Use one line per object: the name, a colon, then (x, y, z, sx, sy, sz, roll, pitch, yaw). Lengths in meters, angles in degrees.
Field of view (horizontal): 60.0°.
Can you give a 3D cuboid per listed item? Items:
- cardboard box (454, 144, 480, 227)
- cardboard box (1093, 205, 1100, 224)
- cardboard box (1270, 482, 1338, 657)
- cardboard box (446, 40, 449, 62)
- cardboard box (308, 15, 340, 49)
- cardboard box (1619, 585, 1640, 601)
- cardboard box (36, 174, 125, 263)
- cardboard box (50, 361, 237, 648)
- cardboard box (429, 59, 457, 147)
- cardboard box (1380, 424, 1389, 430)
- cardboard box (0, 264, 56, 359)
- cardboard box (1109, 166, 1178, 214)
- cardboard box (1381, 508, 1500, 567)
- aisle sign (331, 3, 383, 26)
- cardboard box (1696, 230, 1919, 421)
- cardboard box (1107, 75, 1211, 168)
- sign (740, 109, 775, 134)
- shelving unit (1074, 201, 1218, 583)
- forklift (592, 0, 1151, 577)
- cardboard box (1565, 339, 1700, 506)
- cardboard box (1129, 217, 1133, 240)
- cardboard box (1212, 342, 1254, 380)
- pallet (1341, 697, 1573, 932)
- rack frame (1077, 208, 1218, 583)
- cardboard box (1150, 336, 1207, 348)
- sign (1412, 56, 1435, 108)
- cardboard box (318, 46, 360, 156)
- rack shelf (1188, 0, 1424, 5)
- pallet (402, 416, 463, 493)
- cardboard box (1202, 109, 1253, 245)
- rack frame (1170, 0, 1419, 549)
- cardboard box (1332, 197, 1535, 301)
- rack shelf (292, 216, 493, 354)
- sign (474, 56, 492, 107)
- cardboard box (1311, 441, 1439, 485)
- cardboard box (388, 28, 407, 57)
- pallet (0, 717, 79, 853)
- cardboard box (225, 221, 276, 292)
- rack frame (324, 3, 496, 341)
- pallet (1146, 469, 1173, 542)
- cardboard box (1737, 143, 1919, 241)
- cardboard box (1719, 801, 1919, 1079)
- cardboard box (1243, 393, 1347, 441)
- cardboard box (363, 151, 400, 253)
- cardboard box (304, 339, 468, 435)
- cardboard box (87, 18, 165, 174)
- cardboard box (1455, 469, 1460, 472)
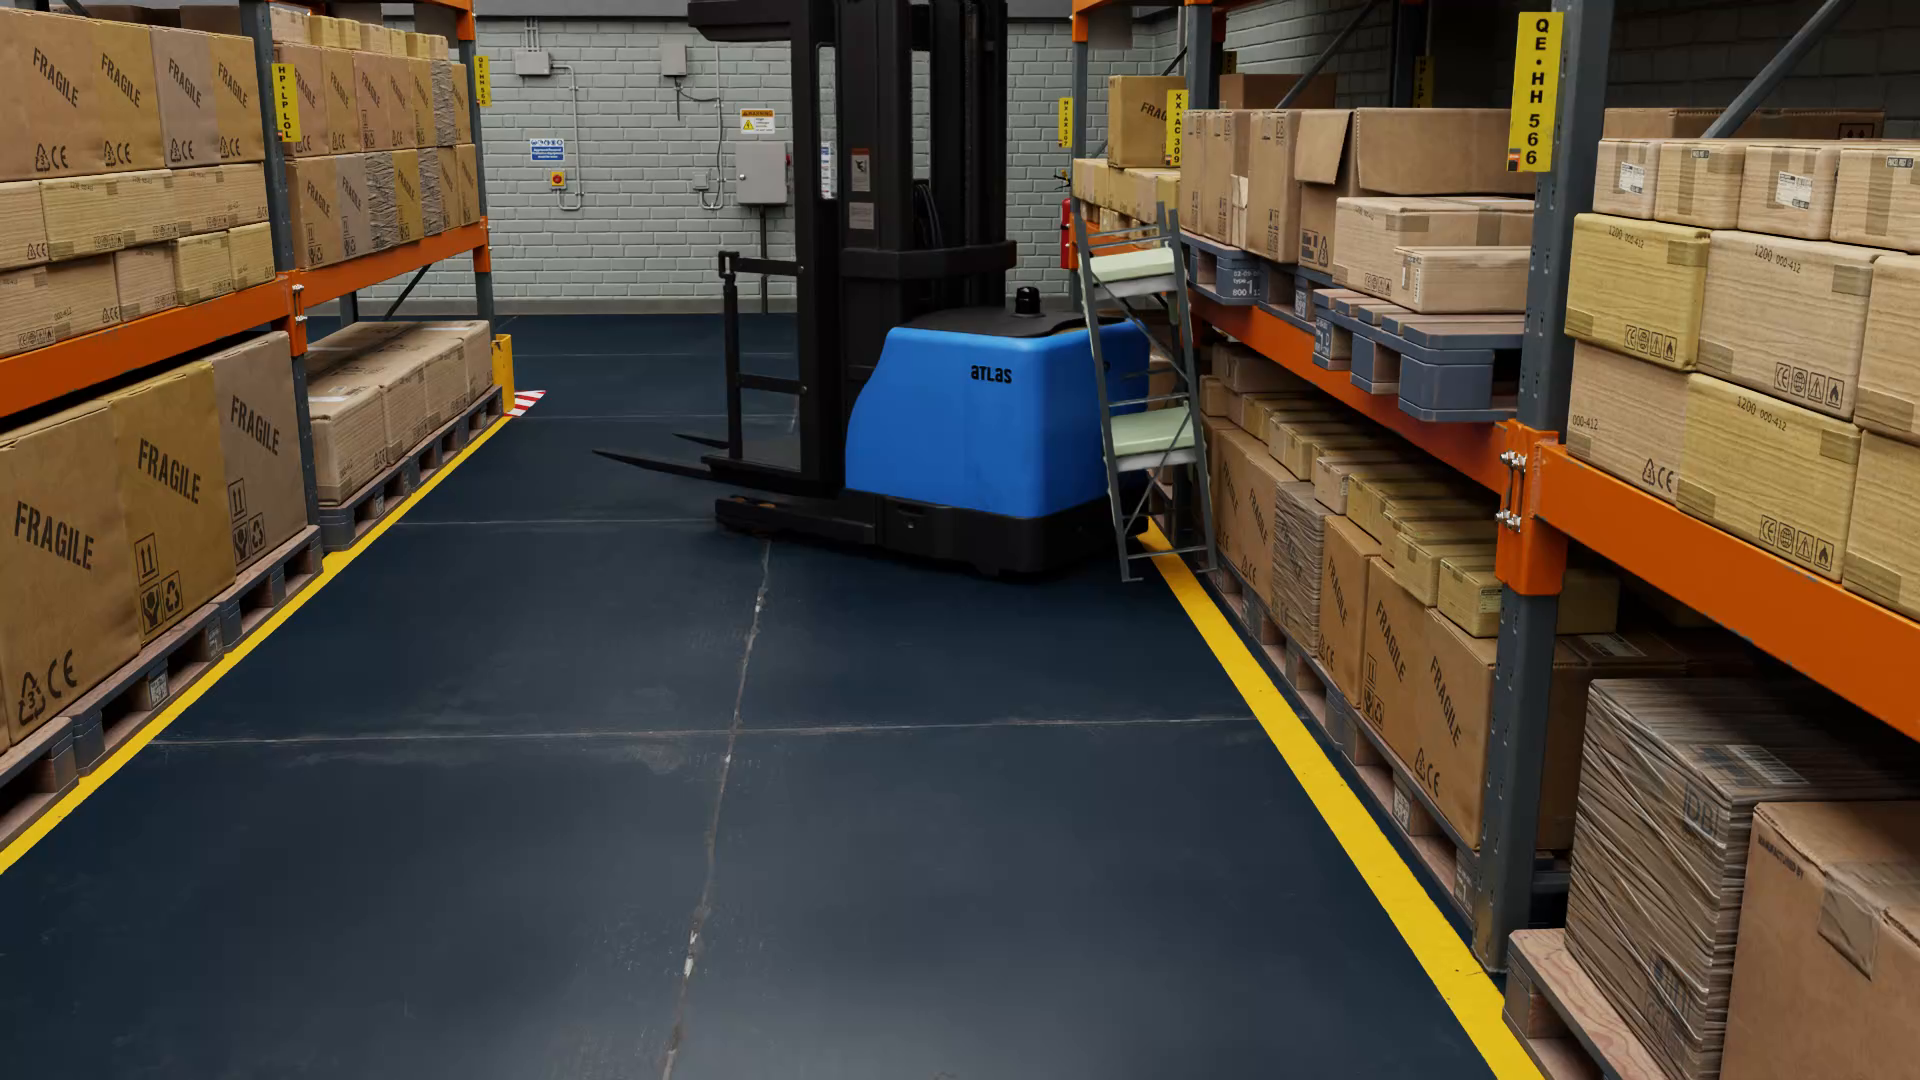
cardboard box: (-3.398, -2.276, 10.653, 0.500, 0.500, 0.500, -1, 14, -3)
cardboard box: (1.071, -2.151, 10.872, 0.380, 0.149, 0.250, -1, 14, -2)
cardboard box: (1.411, 0.090, 5.831, 0.500, 0.500, 0.500, -1, 14, -5)
cardboard box: (-3.470, -3.104, 10.563, 0.380, 0.149, 0.250, -1, 14, -3)
cardboard box: (-3.249, -2.468, 8.088, 0.380, 0.149, 0.250, -1, 14, -4)
cardboard box: (2.001, 0.344, 4.844, 0.500, 0.500, 0.500, -1, 14, -3)
cardboard box: (-3.049, -1.033, 5.318, 0.500, 0.250, 0.500, -1, 14, -2)
cardboard box: (-3.262, -0.146, 5.995, 0.875, 0.875, 0.875, 0, 14, -2)
cardboard box: (-3.363, -2.631, 10.024, 0.500, 0.500, 0.500, -1, 14, -3)
cardboard box: (1.908, -0.458, 6.657, 0.380, 0.149, 0.250, -2, 15, -6)
cardboard box: (-3.052, -0.665, 4.893, 0.500, 0.250, 0.500, 0, 14, -2)
cardboard box: (1.140, -1.998, 9.474, 0.500, 0.250, 0.500, -1, 14, -5)
cardboard box: (1.454, 0.009, 4.844, 0.380, 0.149, 0.250, -1, 14, -5)
aisle sign: (-3.986, -3.616, 10.844, 0.394, 0.787, 0.004, -1, 14, -3)
cardboard box: (1.571, -0.363, 2.714, 0.500, 0.250, 0.500, 0, 14, -2)
cardboard box: (1.115, -2.366, 9.401, 0.500, 0.500, 0.500, -1, 14, -2)
sign: (-2.027, -4.193, 16.644, 0.339, 0.242, 0.001, -1, 14, -3)
shelving unit: (0.790, -0.658, 7.157, 0.431, 1.500, 0.755, -7, 13, 5)
forklift: (-0.586, -1.529, 8.087, 3.031, 2.935, 1.130, 11, 18, 35)
cardboard box: (1.541, -0.245, 3.260, 0.500, 0.250, 0.500, -1, 14, -3)
cardboard box: (1.160, -1.764, 9.368, 0.380, 0.149, 0.250, -1, 14, -4)
cardboard box: (1.327, -0.785, 7.333, 0.380, 0.149, 0.250, -1, 14, -4)
pallet: (1.749, 0.732, 4.756, 1.003, 0.211, 1.213, -1, 14, -3)
rack frame: (0.772, -0.571, 6.802, 0.400, 1.500, 0.023, -7, 13, 5)
cardboard box: (1.152, -0.914, 9.734, 0.500, 0.500, 0.500, -1, 14, -2)
sign: (2.064, -1.997, 7.444, 0.100, 0.325, 0.005, -1, 14, -3)
cardboard box: (-3.257, -2.130, 8.076, 0.500, 0.500, 0.500, -1, 14, -4)
rack shelf: (1.634, -2.033, 5.334, 1.077, 0.370, 4.000, -1, 14, -3)
pallet: (-3.492, -0.493, 9.519, 1.003, 0.211, 1.213, -1, 14, -3)
cardboard box: (1.349, -1.426, 6.505, 0.700, 0.500, 0.500, -1, 14, -3)
rack frame: (1.510, -1.427, 7.551, 1.000, 3.000, 0.127, -1, 14, -3)
cardboard box: (1.369, -0.820, 4.652, 0.500, 0.250, 0.500, -2, 15, -6)
rack shelf: (-3.568, -1.498, 9.273, 1.077, 0.370, 4.000, -1, 14, -3)
sign: (-3.149, -3.024, 10.961, 0.100, 0.325, 0.005, -1, 14, -3)
cardboard box: (1.456, -0.250, 5.849, 0.380, 0.149, 0.250, -1, 14, -3)
cardboard box: (-3.336, -2.788, 9.333, 0.380, 0.149, 0.250, -1, 14, -2)
pallet: (-3.170, 0.799, 4.497, 1.003, 0.211, 1.213, -1, 14, -3)
cardboard box: (-3.165, -1.169, 6.850, 0.500, 0.250, 0.500, -1, 14, -5)
rack frame: (-3.692, -2.344, 11.116, 1.000, 3.000, 0.127, -1, 14, -3)
pallet: (1.468, -0.247, 8.563, 1.003, 0.211, 1.213, -1, 14, -3)
cardboard box: (1.543, -0.581, 2.761, 0.380, 0.149, 0.250, 0, 14, -2)
cardboard box: (1.831, 0.833, 2.694, 0.875, 0.625, 0.625, 0, 14, -2)
cardboard box: (1.388, -0.509, 6.856, 0.380, 0.149, 0.250, -2, 15, -6)
cardboard box: (-3.263, -1.767, 8.674, 0.500, 0.500, 0.500, -1, 14, -3)
cardboard box: (-3.486, -0.916, 9.867, 0.875, 0.438, 0.875, 0, 14, -2)
cardboard box: (-3.114, -1.519, 5.705, 0.500, 0.500, 0.500, 0, 14, -2)
cardboard box: (1.903, -0.194, 5.633, 0.380, 0.149, 0.250, -1, 14, -3)
